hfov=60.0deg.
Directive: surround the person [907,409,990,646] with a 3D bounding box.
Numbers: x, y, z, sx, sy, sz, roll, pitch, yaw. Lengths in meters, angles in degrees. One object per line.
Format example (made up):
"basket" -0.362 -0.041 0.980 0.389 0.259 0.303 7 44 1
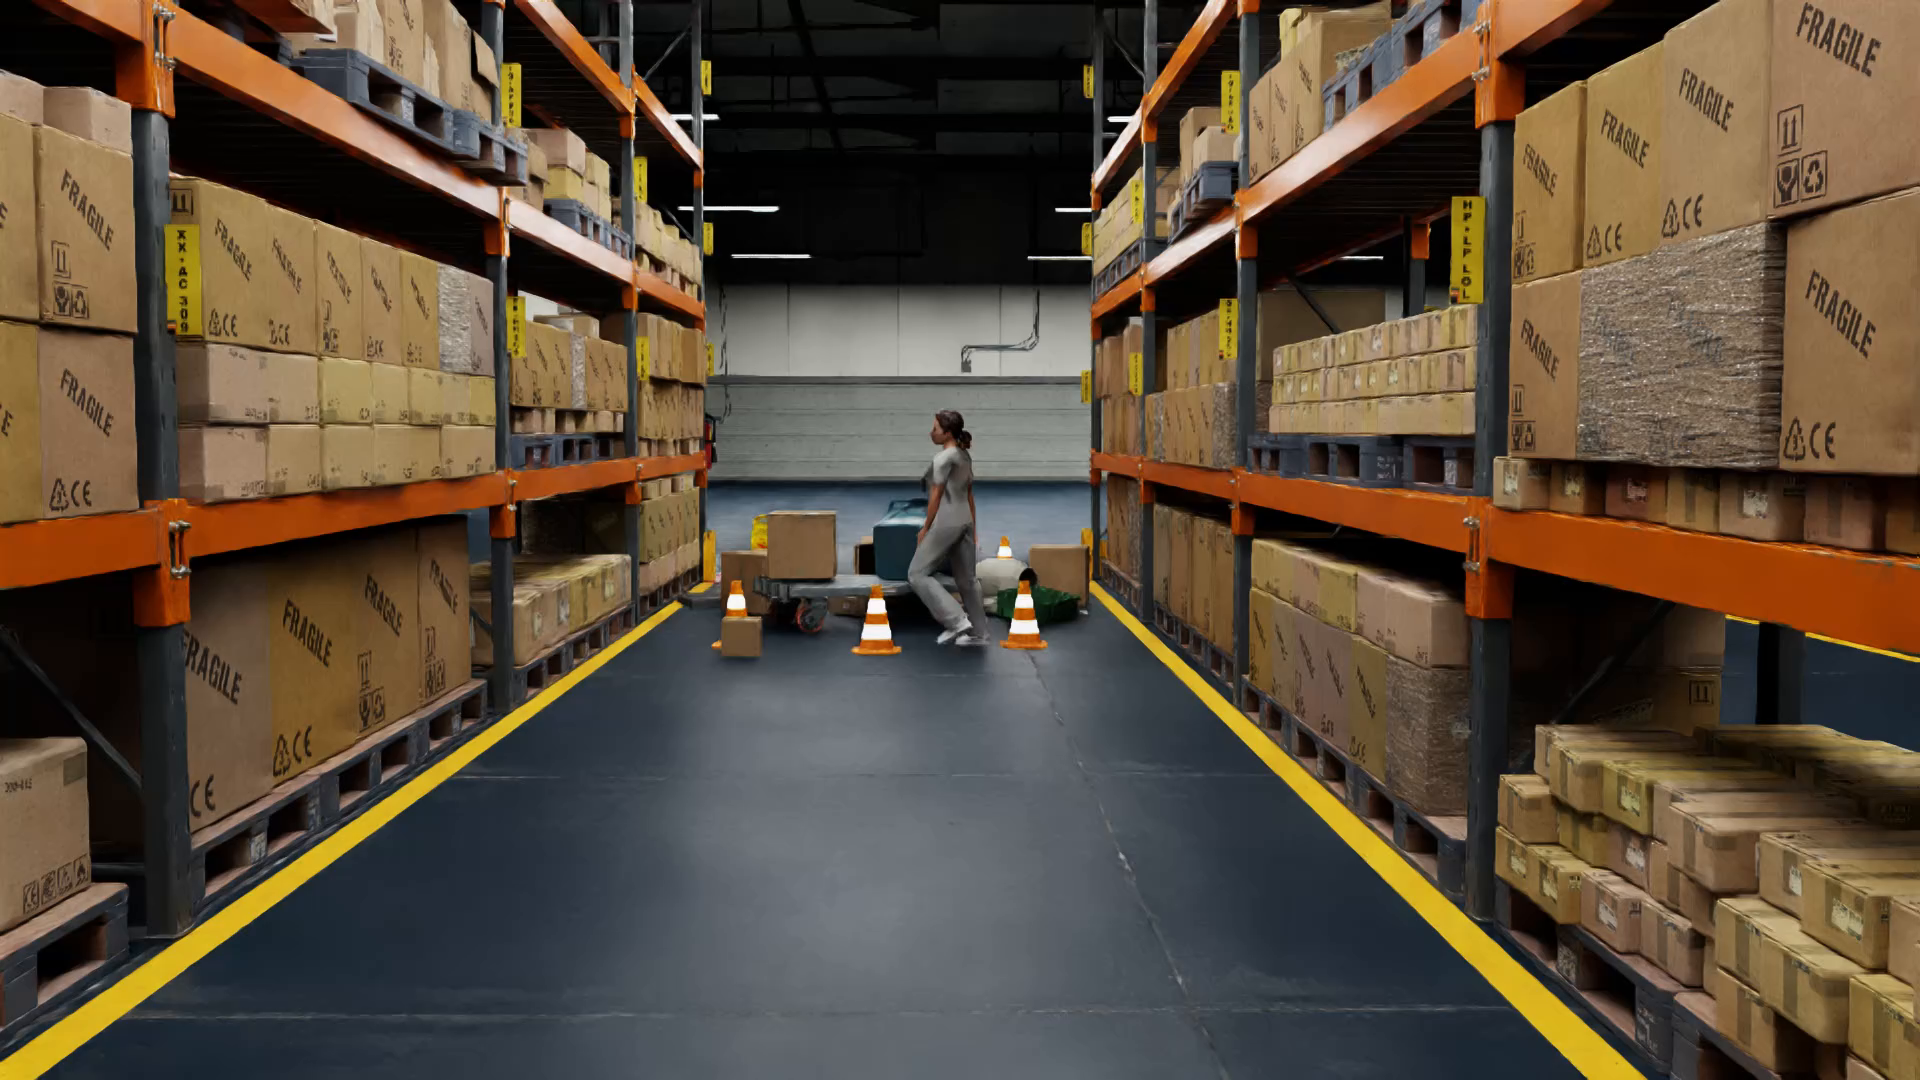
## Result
"person" -0.049 -0.070 11.428 0.464 1.654 0.588 2 4 24
